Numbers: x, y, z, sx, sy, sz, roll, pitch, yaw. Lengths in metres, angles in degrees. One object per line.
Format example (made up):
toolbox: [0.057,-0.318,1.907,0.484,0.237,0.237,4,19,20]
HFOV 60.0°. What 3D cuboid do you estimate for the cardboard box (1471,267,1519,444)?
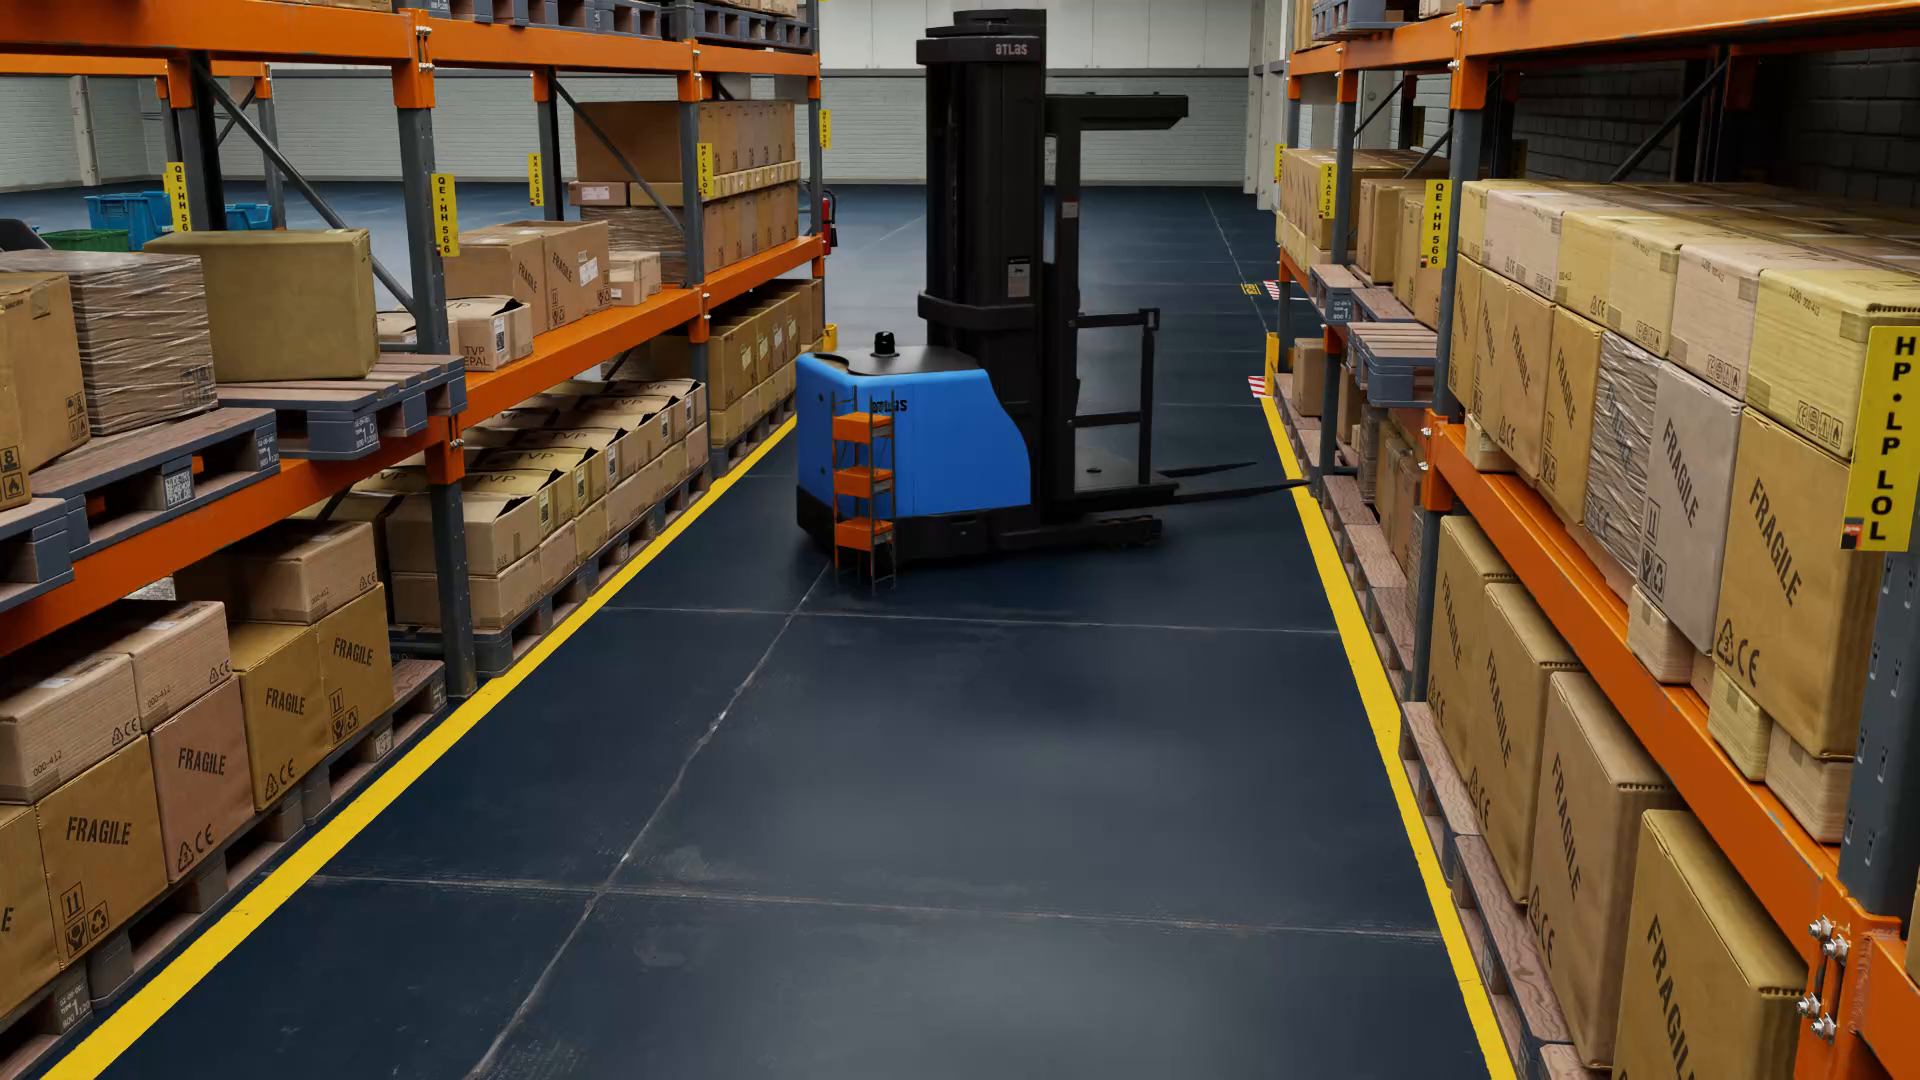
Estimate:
cardboard box: [1.945,-0.593,5.308,0.500,0.500,0.500,2,15,8]

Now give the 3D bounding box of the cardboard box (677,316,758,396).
cardboard box: [-1.737,-1.306,11.771,0.500,0.500,0.500,2,15,6]

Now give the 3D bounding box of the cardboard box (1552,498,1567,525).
cardboard box: [1.937,-0.120,4.804,0.380,0.149,0.250,2,15,7]

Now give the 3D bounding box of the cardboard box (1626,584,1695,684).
cardboard box: [1.678,0.206,3.598,0.380,0.149,0.250,2,15,6]

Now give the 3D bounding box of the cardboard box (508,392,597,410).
cardboard box: [-2.505,-0.744,10.056,0.500,0.311,0.500,2,15,6]

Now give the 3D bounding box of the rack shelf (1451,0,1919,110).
rack shelf: [2.096,-1.227,4.086,1.077,0.370,4.000,2,15,6]

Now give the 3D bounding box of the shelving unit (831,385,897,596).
shelving unit: [-0.494,-0.256,8.599,0.252,1.050,0.215,10,18,34]

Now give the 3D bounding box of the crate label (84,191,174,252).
crate label: [-6.558,-2.544,13.254,0.502,0.435,0.616,2,15,6]

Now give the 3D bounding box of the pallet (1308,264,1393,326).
pallet: [2.543,-1.396,9.446,1.003,0.211,1.213,2,15,6]

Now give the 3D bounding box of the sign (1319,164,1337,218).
sign: [2.234,-2.114,10.077,0.100,0.325,0.005,2,15,6]

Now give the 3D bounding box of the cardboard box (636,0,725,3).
cardboard box: [-1.830,-3.717,10.651,0.500,0.500,0.500,3,15,11]

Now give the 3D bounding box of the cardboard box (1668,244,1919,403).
cardboard box: [1.737,-0.432,3.278,0.500,0.250,0.500,2,15,7]

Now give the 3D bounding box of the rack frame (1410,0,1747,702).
rack frame: [2.322,-0.645,6.301,1.000,3.000,0.127,2,15,6]

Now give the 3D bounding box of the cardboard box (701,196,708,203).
cardboard box: [-1.898,-2.318,11.054,0.380,0.149,0.250,2,15,7]

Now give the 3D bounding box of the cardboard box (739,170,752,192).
cardboard box: [-1.755,-2.655,12.299,0.380,0.149,0.250,2,15,6]

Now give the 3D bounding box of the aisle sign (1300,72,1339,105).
aisle sign: [2.935,-4.002,13.737,0.394,0.787,0.004,2,15,6]

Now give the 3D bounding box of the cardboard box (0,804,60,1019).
cardboard box: [-2.706,0.985,4.220,0.500,0.500,0.500,2,15,7]

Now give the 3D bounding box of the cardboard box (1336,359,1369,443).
cardboard box: [2.851,-0.959,11.407,0.500,0.500,0.500,1,15,2]

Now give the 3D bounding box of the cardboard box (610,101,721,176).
cardboard box: [-2.049,-2.748,11.403,0.700,0.500,0.500,2,15,6]

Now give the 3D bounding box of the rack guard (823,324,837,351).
rack guard: [-1.695,-1.665,14.860,1.175,0.500,0.348,2,15,6]

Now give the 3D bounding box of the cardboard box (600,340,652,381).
cardboard box: [-2.246,-1.321,11.827,0.500,0.500,0.500,2,15,6]

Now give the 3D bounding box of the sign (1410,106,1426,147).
sign: [3.774,-3.410,13.703,0.100,0.325,0.005,2,15,6]

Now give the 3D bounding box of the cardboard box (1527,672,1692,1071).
cardboard box: [1.912,0.824,4.181,0.750,0.750,0.750,2,15,8]

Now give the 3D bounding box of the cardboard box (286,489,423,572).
cardboard box: [-2.786,-0.079,7.598,0.500,0.311,0.500,2,15,8]

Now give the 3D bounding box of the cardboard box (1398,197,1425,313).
cardboard box: [2.484,-1.352,7.880,0.700,0.500,0.500,2,15,6]

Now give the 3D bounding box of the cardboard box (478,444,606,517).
cardboard box: [-2.139,-0.332,8.532,0.500,0.311,0.500,1,15,5]

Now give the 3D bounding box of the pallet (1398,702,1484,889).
pallet: [2.158,0.903,5.917,1.003,0.211,1.213,2,15,6]

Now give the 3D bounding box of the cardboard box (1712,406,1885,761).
cardboard box: [1.672,0.064,2.881,0.500,0.500,0.500,1,15,5]

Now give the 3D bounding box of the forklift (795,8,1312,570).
forklift: [0.615,-1.481,9.524,3.031,2.935,1.130,-6,16,-22]

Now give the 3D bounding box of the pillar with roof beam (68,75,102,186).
pillar with roof beam: [-19.631,-13.991,44.163,9.100,9.000,0.400,2,15,6]

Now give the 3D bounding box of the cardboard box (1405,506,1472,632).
cardboard box: [2.352,0.161,7.267,0.700,0.500,0.500,2,15,7]

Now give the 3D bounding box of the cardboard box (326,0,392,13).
cardboard box: [-2.616,-2.172,6.011,0.910,0.500,0.500,2,15,6]

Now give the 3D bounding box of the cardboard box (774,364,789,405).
cardboard box: [-1.622,-1.203,12.828,0.500,0.250,0.500,2,15,6]

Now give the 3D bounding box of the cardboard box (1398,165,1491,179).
cardboard box: [3.034,-2.098,10.485,0.500,0.500,0.500,1,15,5]

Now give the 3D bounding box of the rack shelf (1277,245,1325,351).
rack shelf: [2.999,-1.854,12.150,1.077,0.370,4.000,2,15,6]

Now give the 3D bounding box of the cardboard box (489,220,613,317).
cardboard box: [-2.311,-1.540,9.421,0.500,0.500,0.500,3,15,10]

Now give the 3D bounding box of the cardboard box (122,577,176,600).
cardboard box: [-2.989,0.450,6.198,0.500,0.500,0.500,1,15,4]

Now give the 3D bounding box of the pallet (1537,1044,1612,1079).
pallet: [1.883,1.536,3.577,1.003,0.211,1.213,2,15,6]

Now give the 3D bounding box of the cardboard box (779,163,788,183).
cardboard box: [-1.608,-2.987,13.529,0.380,0.149,0.250,1,15,5]

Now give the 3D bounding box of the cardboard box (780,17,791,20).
cardboard box: [-1.767,-4.484,13.482,0.797,0.503,0.637,3,15,10]

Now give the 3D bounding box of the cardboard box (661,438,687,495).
cardboard box: [-1.967,-0.456,10.064,0.500,0.250,0.500,1,15,5]

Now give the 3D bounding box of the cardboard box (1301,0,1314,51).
cardboard box: [2.788,-3.874,12.264,0.500,0.500,0.500,2,15,9]

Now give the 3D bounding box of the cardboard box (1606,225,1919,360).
cardboard box: [1.794,-0.565,3.767,0.500,0.250,0.500,2,15,7]

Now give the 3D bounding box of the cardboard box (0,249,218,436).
cardboard box: [-2.852,-0.643,5.297,0.700,0.500,0.500,5,16,17]

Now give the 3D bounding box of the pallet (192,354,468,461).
pallet: [-2.607,-0.520,6.205,1.213,0.211,1.003,2,15,6]

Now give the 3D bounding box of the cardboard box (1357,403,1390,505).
cardboard box: [2.707,-0.497,9.699,0.700,0.500,0.500,2,15,8]

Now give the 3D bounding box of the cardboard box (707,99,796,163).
cardboard box: [-1.769,-3.405,13.831,0.700,0.500,0.500,2,15,6]

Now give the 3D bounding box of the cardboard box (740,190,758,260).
cardboard box: [-1.935,-2.391,12.566,0.700,0.500,0.500,2,15,8]

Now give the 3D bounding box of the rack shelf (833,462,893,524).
rack shelf: [-0.494,-0.246,8.602,0.240,0.259,0.215,10,18,34]

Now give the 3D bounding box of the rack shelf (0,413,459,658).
rack shelf: [-2.826,0.076,5.013,1.077,0.370,4.000,2,15,6]

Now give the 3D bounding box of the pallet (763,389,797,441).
pallet: [-1.882,-1.004,12.970,1.003,0.211,1.213,2,15,6]

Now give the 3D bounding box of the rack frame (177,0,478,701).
rack frame: [-2.600,-0.790,6.837,1.000,3.000,0.127,2,15,6]

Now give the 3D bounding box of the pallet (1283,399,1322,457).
pallet: [2.949,-0.829,12.324,1.003,0.211,1.213,2,15,6]

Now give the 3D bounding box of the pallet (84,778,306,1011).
pallet: [-2.862,1.064,5.323,1.003,0.211,1.213,2,15,6]

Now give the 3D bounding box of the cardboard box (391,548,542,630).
cardboard box: [-2.249,0.207,7.612,0.500,0.250,0.500,2,15,6]

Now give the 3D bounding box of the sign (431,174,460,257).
sign: [-2.060,-1.297,6.647,0.100,0.325,0.005,2,15,6]

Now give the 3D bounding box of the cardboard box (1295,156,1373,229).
cardboard box: [2.696,-2.508,12.004,0.500,0.500,0.500,2,15,8]

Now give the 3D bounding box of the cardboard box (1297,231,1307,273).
cardboard box: [2.632,-2.012,11.604,0.500,0.250,0.500,2,15,6]

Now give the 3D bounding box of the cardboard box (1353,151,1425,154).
cardboard box: [3.316,-2.761,12.937,0.500,0.500,0.500,2,15,7]
